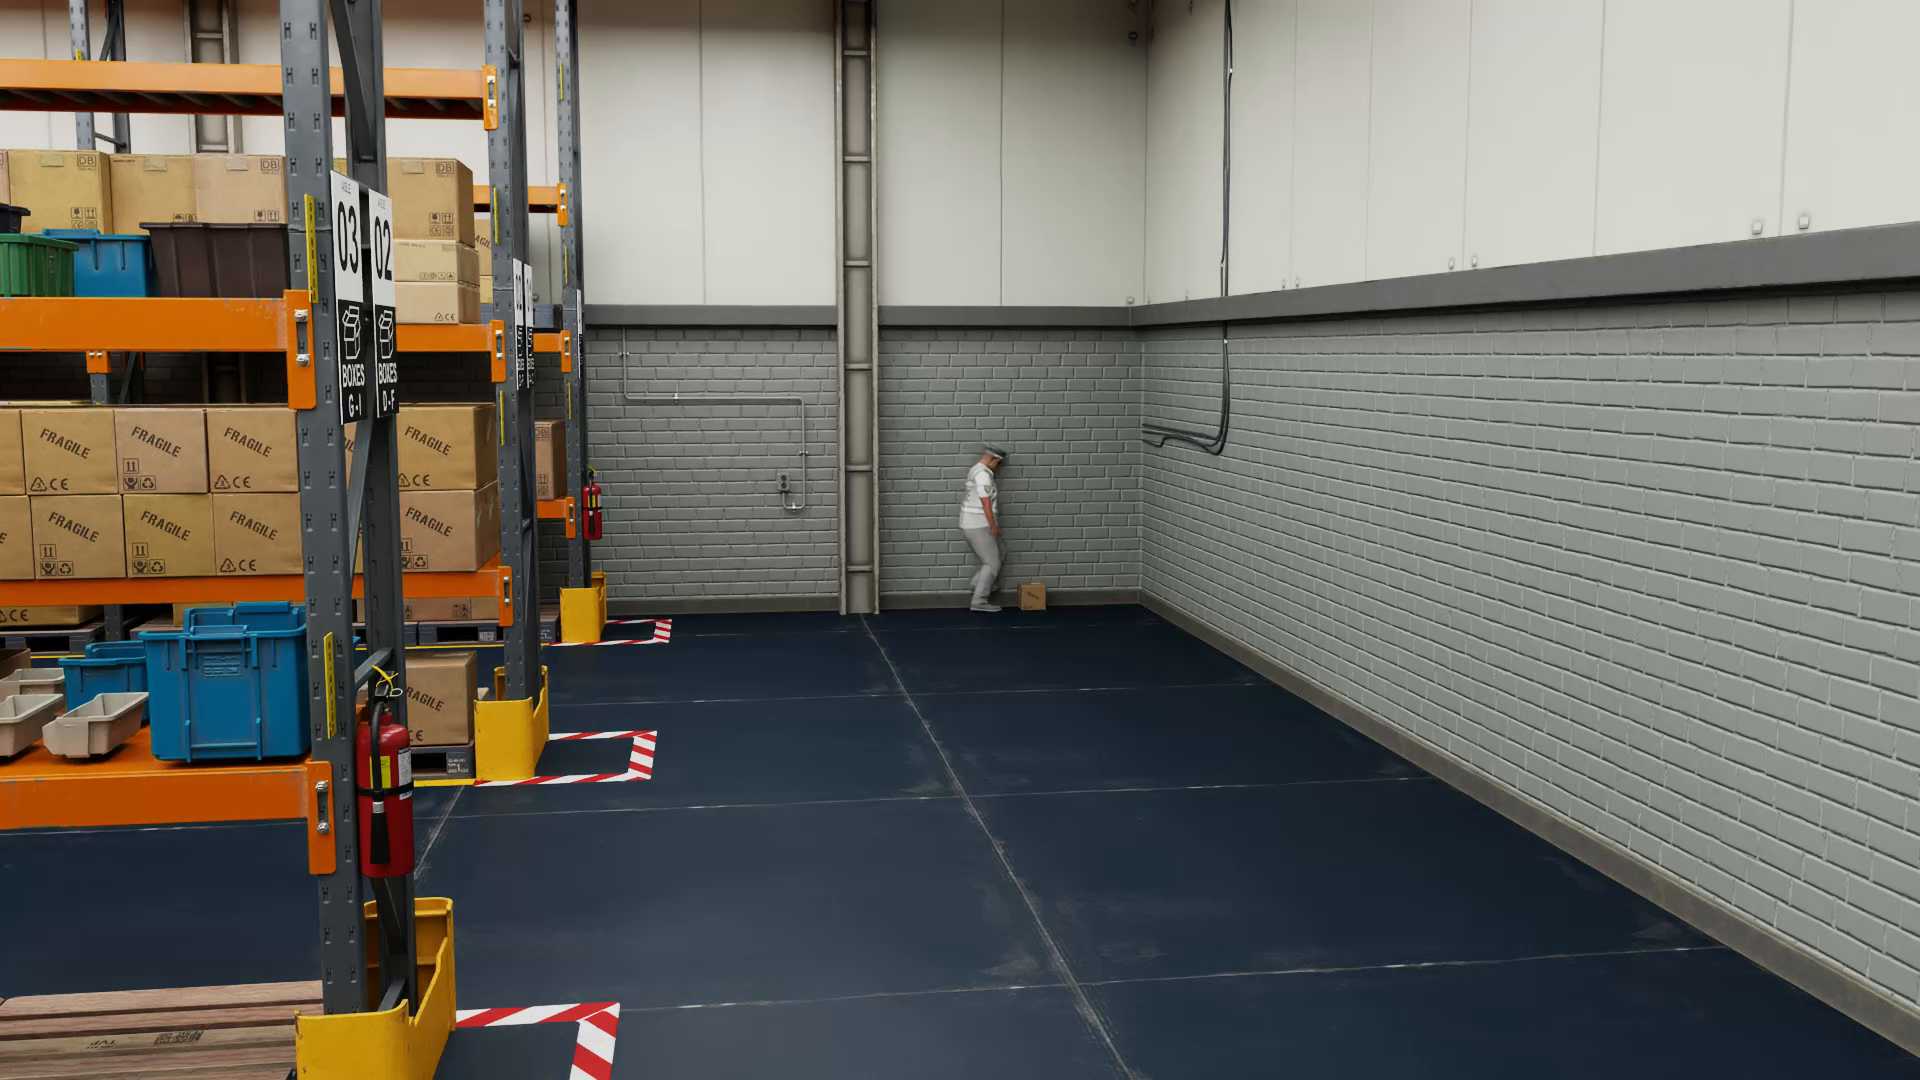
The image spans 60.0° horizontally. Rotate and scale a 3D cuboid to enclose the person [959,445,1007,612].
[{"bbox_3d":[0.254,-0.126,17.087,0.520,1.701,0.556,-1,6,-7],"label":"person"}]
